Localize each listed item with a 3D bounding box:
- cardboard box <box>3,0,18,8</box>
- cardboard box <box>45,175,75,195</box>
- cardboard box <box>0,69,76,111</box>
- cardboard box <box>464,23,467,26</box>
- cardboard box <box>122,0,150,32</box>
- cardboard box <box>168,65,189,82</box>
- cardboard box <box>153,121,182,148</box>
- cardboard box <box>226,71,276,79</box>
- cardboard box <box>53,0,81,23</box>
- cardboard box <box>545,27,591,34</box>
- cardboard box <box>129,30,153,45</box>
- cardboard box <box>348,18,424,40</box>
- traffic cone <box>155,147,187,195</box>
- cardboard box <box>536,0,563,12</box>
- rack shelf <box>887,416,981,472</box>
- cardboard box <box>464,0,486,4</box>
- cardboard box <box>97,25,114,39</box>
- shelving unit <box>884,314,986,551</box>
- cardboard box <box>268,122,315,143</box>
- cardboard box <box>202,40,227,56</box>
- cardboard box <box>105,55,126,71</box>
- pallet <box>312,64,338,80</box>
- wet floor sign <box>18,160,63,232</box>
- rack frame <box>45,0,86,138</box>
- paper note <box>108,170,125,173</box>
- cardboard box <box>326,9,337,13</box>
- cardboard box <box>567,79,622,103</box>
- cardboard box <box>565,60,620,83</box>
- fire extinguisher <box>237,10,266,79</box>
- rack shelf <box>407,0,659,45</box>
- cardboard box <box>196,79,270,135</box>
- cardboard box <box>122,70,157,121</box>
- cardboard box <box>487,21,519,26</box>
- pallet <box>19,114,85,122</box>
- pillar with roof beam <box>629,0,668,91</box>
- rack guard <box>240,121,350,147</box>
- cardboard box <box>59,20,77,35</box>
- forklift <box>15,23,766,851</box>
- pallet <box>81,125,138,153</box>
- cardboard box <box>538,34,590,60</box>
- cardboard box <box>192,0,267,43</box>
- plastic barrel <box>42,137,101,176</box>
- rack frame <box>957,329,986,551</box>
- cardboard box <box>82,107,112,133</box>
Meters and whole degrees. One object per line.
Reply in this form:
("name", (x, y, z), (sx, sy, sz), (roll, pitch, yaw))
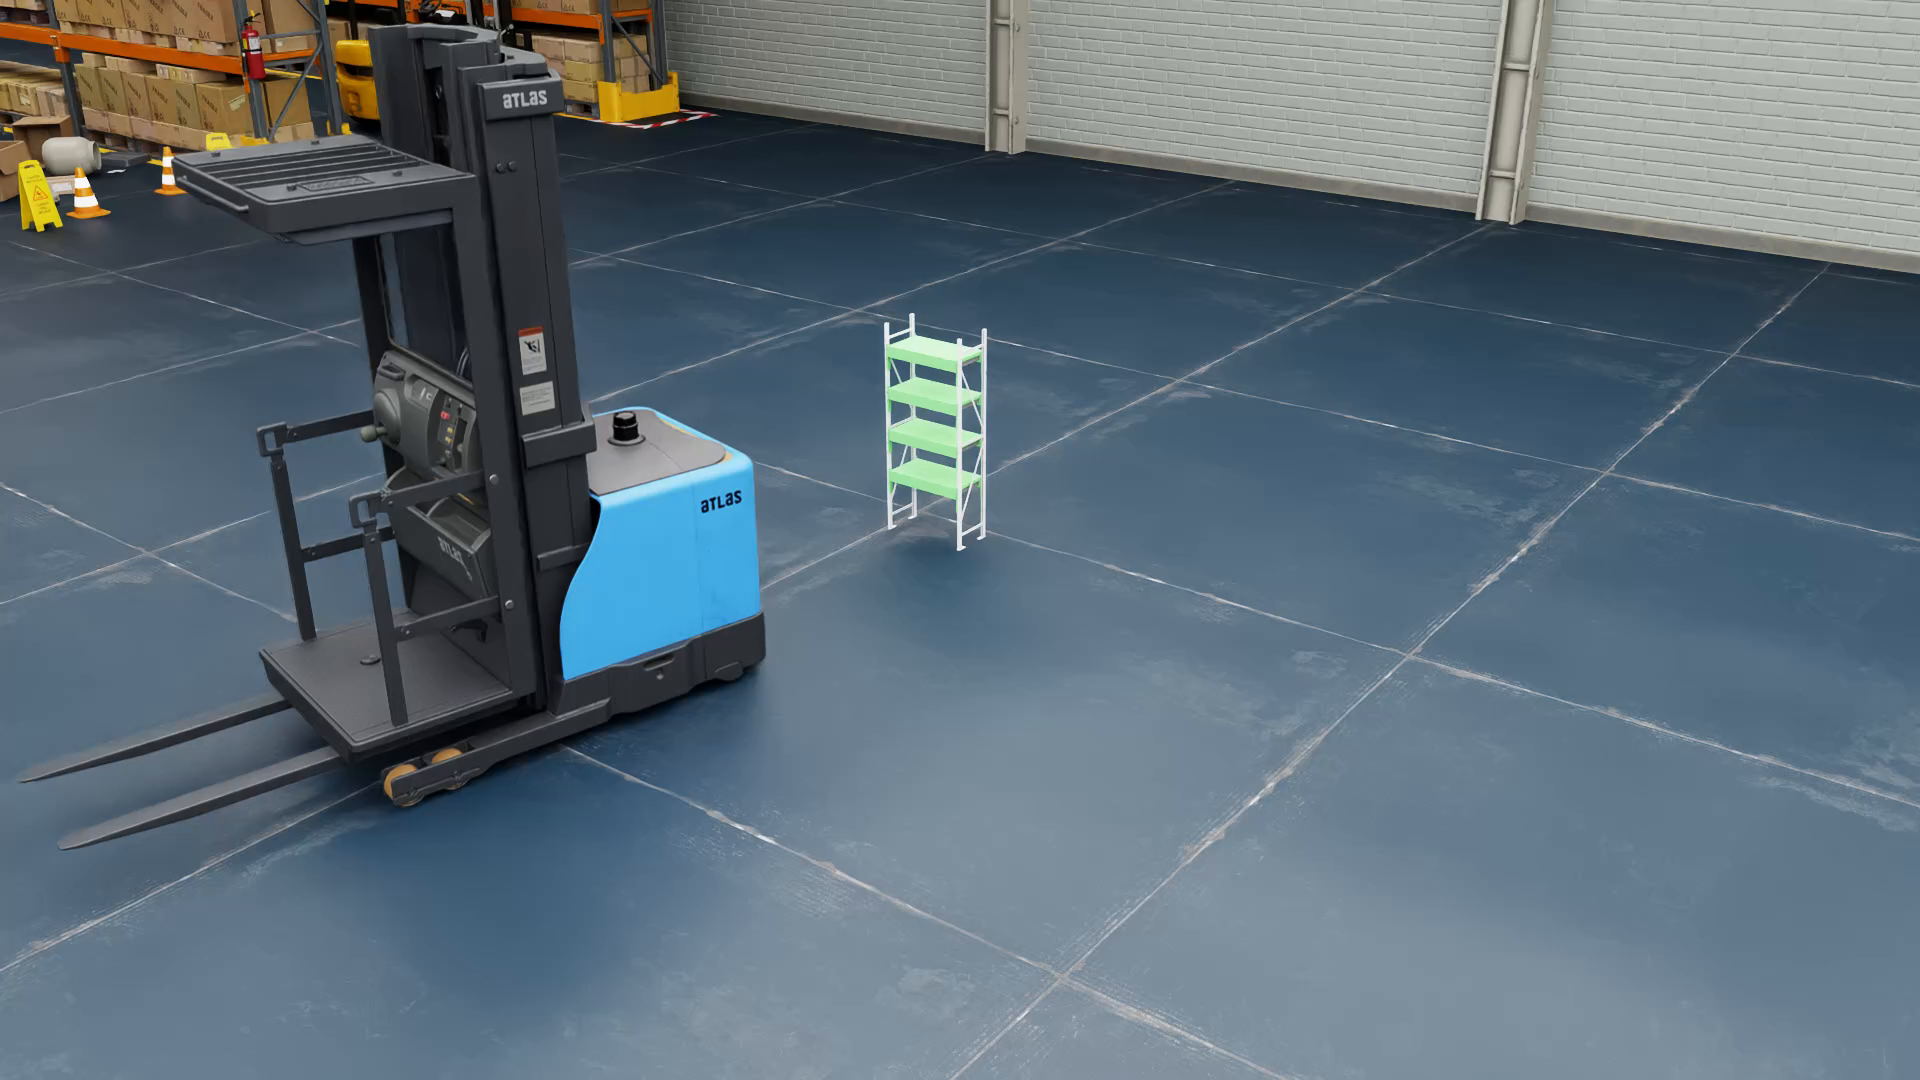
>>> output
("cardboard box", (-11.421, -6.589, 20.274), (0.250, 0.149, 0.380), (16, 29, 32))
("cardboard box", (-9.474, -3.749, 17.574), (0.380, 0.149, 0.250), (-10, 26, -21))
("cardboard box", (-11.971, -5.812, 21.459), (0.625, 0.372, 0.950), (18, 29, 35))
("cardboard box", (-6.840, -7.005, 23.077), (0.500, 0.250, 0.500), (17, 29, 33))
("cardboard box", (-9.005, -5.986, 18.623), (0.500, 0.500, 0.500), (17, 29, 34))
("cardboard box", (-8.545, -5.201, 18.489), (0.250, 0.149, 0.380), (17, 29, 34))
("cardboard box", (-8.855, -4.684, 19.049), (0.500, 0.250, 0.500), (16, 28, 31))
("cardboard box", (-8.135, -5.081, 19.020), (0.500, 0.500, 0.500), (16, 28, 31))
("cardboard box", (-10.231, -6.341, 19.429), (0.500, 0.500, 0.500), (17, 29, 33))
("cardboard box", (-5.308, -6.804, 22.621), (0.500, 0.250, 0.500), (17, 29, 33))
("cardboard box", (-9.119, -5.697, 18.771), (0.250, 0.149, 0.380), (17, 29, 33))
("cardboard box", (-8.482, -7.376, 24.696), (0.625, 0.625, 0.875), (16, 29, 33))
("traffic cone", (-8.332, -3.915, 17.563), (0.334, 0.463, 0.336), (17, 29, 33))
("cardboard box", (-5.202, -7.199, 21.746), (0.500, 0.500, 0.500), (18, 29, 35))
("rack shelf", (-0.132, -0.531, 9.125), (0.480, 0.148, 0.258), (17, 29, 33))
("cardboard box", (-6.410, -7.570, 22.586), (0.500, 0.500, 0.500), (16, 29, 33))
("cardboard box", (-9.715, -5.891, 19.213), (0.250, 0.149, 0.380), (18, 29, 35))
("shelving unit", (-0.132, -0.589, 9.099), (0.503, 1.200, 0.258), (17, 29, 33))
("cardboard box", (-7.694, -4.607, 18.875), (0.500, 0.250, 0.500), (17, 29, 33))
("cardboard box", (-7.912, -5.321, 17.917), (0.250, 0.149, 0.380), (16, 29, 33))
("cardboard box", (-9.629, -5.527, 19.228), (0.250, 0.149, 0.380), (18, 30, 35))
("pallet", (-9.035, -7.143, 25.199), (1.213, 0.211, 1.003), (17, 29, 33))
("wet floor sign", (-8.892, -3.322, 15.988), (0.232, 0.644, 0.267), (12, 26, 24))
("rack frame", (-10.415, -6.356, 19.955), (0.127, 3.000, 1.000), (17, 29, 33))
("paper note", (-9.424, -4.126, 18.576), (0.148, 0.019, 0.142), (7, 25, 15))
("cardboard box", (-10.151, -7.876, 25.829), (0.625, 0.625, 0.875), (18, 29, 35))
("cardboard box", (-4.806, -5.937, 21.893), (0.500, 0.250, 0.500), (17, 29, 34))
("cardboard box", (-4.818, -6.170, 21.804), (0.500, 0.250, 0.500), (16, 29, 33))
("fire extinguisher", (-7.400, -5.177, 17.375), (0.183, 0.674, 0.296), (17, 29, 33))
("rack shelf", (-5.841, -7.145, 22.639), (4.000, 0.370, 1.077), (17, 29, 33))
("cardboard box", (-8.012, -4.775, 18.327), (0.500, 0.500, 0.500), (17, 29, 34))
("cardboard box", (-9.256, -5.152, 19.181), (0.500, 0.500, 0.500), (19, 30, 36))
("cardboard box", (-6.517, -7.175, 23.465), (0.500, 0.250, 0.500), (16, 29, 33))
("pallet", (-11.039, -5.268, 20.944), (1.213, 0.211, 1.003), (17, 29, 33))
("pillar with roof beam", (-6.839, -8.807, 18.077), (0.400, 9.000, 9.100), (17, 29, 33))
("rack guard", (-7.276, -4.263, 18.306), (0.348, 0.500, 1.175), (17, 29, 33))
("cardboard box", (-10.356, -6.061, 19.598), (0.250, 0.149, 0.380), (17, 29, 33))
("forklift", (-2.366, -0.494, 6.737), (3.031, 2.935, 1.130), (-19, 30, -36))
("pallet", (-9.857, -4.929, 20.175), (1.213, 0.211, 1.003), (17, 29, 33))
("cardboard box", (-5.208, -6.515, 21.965), (0.500, 0.250, 0.500), (17, 29, 34))
("cardboard box", (-7.814, -5.613, 17.776), (0.500, 0.500, 0.500), (16, 29, 32))
("plastic barrel", (-9.776, -4.221, 18.304), (0.512, 0.421, 0.421), (-5, 24, -12))
("rack frame", (0.063, -0.530, 8.965), (0.015, 1.200, 0.240), (17, 29, 33))
("cardboard box", (-10.105, -5.060, 19.903), (0.500, 0.250, 0.500), (15, 28, 31))
